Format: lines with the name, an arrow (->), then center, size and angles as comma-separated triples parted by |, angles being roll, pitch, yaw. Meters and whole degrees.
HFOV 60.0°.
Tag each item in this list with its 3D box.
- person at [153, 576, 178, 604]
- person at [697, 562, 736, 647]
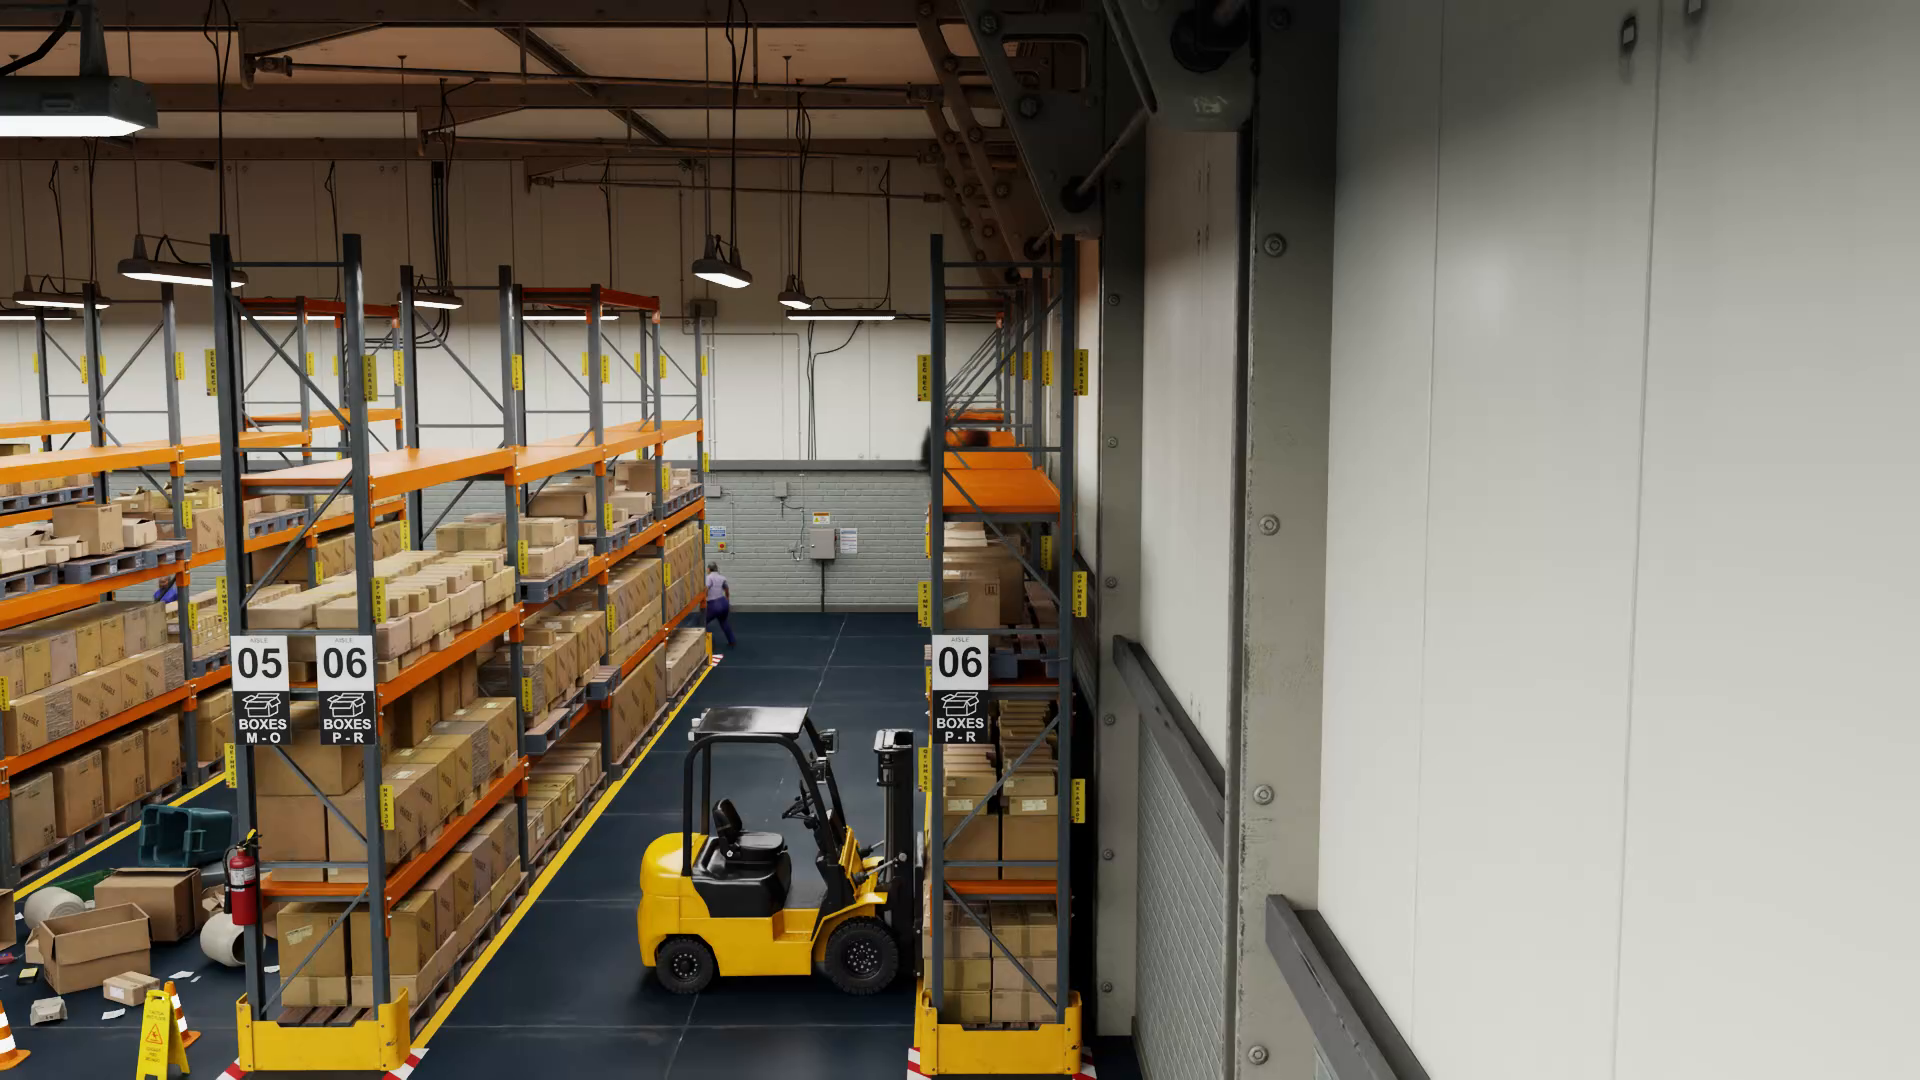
person -> -12.946, 1.374, 27.201 | 0.572, 1.621, 0.769 | 0, 6, -1
person -> -4.296, 1.176, 29.318 | 0.510, 1.612, 0.872 | 4, 7, 30
